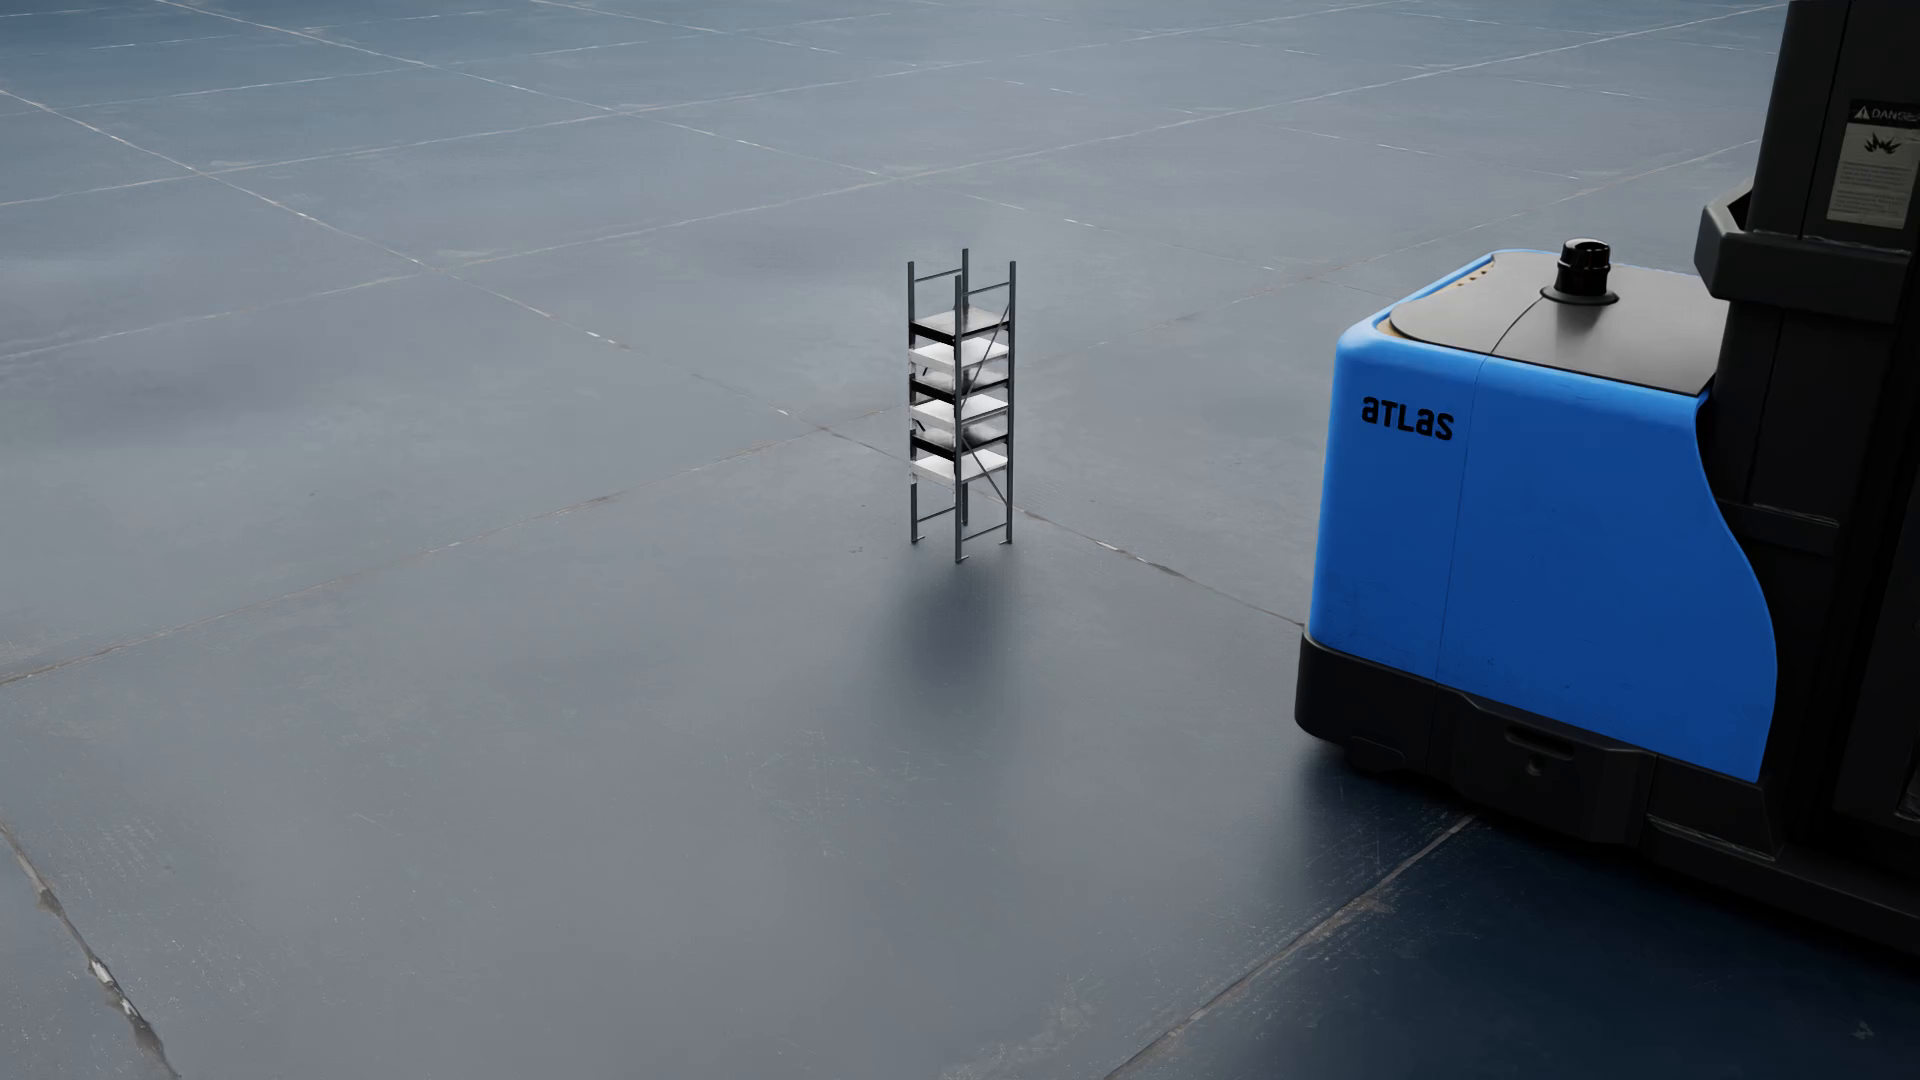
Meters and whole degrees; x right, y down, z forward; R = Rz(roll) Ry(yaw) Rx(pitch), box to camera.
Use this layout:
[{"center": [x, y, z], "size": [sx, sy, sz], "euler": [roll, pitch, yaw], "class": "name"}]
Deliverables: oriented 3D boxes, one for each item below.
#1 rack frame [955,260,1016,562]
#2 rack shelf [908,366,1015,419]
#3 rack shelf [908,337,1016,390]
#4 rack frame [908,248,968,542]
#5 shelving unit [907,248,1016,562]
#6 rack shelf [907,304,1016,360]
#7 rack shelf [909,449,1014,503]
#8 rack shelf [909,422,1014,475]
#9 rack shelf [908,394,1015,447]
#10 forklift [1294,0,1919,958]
[{"center": [0.075, -0.376, 4.990], "size": [0.240, 0.900, 0.006], "euler": [-21, 32, -38], "class": "rack frame"}, {"center": [0.006, -0.459, 5.034], "size": [0.258, 0.077, 0.200], "euler": [-21, 32, -38], "class": "rack shelf"}, {"center": [0.006, -0.540, 4.997], "size": [0.258, 0.077, 0.200], "euler": [-21, 32, -38], "class": "rack shelf"}, {"center": [-0.064, -0.438, 5.125], "size": [0.240, 0.900, 0.006], "euler": [-21, 32, -38], "class": "rack frame"}, {"center": [0.006, -0.407, 5.058], "size": [0.258, 0.900, 0.210], "euler": [-21, 32, -38], "class": "shelving unit"}, {"center": [0.006, -0.622, 4.960], "size": [0.258, 0.077, 0.200], "euler": [-21, 32, -38], "class": "rack shelf"}, {"center": [0.006, -0.213, 5.146], "size": [0.258, 0.077, 0.200], "euler": [-21, 32, -38], "class": "rack shelf"}, {"center": [0.006, -0.295, 5.109], "size": [0.258, 0.077, 0.200], "euler": [-21, 32, -38], "class": "rack shelf"}, {"center": [0.006, -0.377, 5.072], "size": [0.258, 0.077, 0.200], "euler": [-21, 32, -38], "class": "rack shelf"}, {"center": [2.301, -0.603, 3.040], "size": [3.031, 2.935, 1.130], "euler": [18, 30, 34], "class": "forklift"}]
